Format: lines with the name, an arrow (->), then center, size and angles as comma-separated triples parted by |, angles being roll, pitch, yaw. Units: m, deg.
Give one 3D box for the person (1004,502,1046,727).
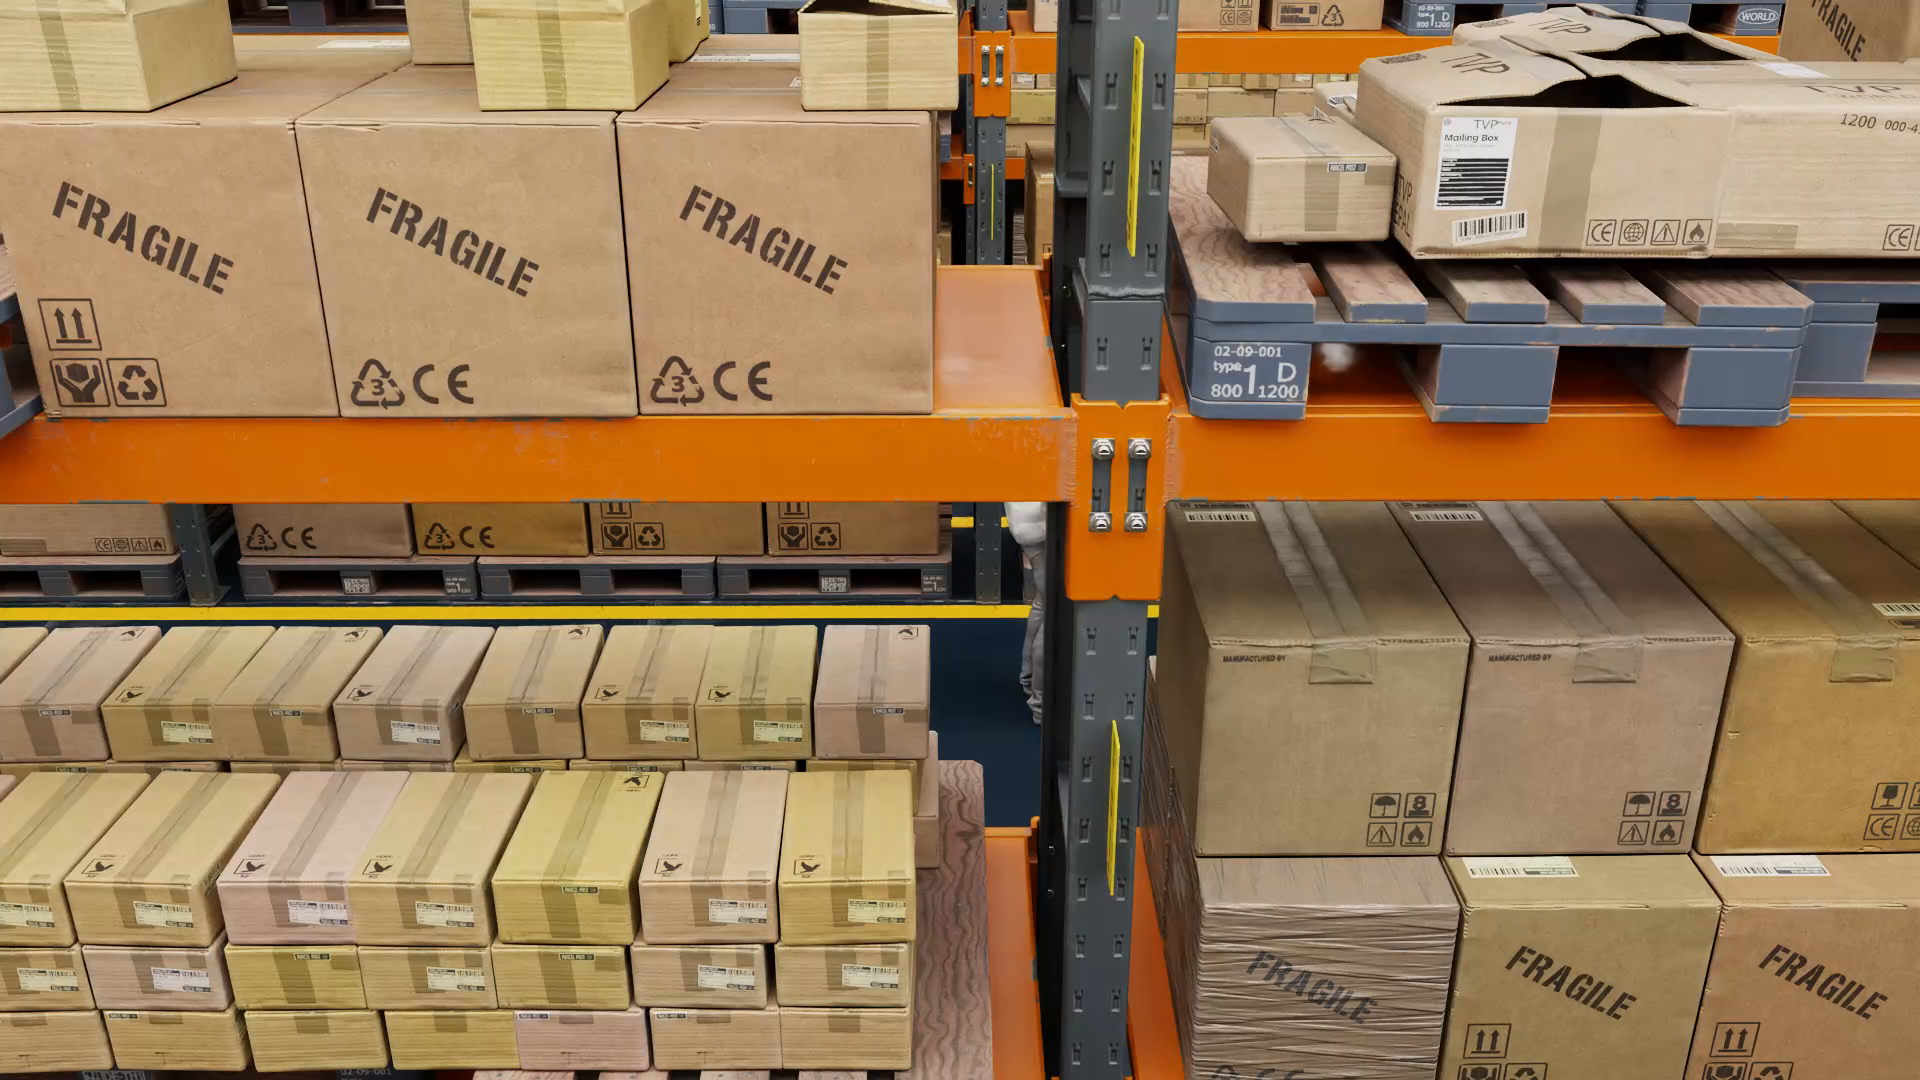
person -> 0.425, -0.066, 7.233 | 0.461, 1.755, 0.634 | -3, 24, -6
